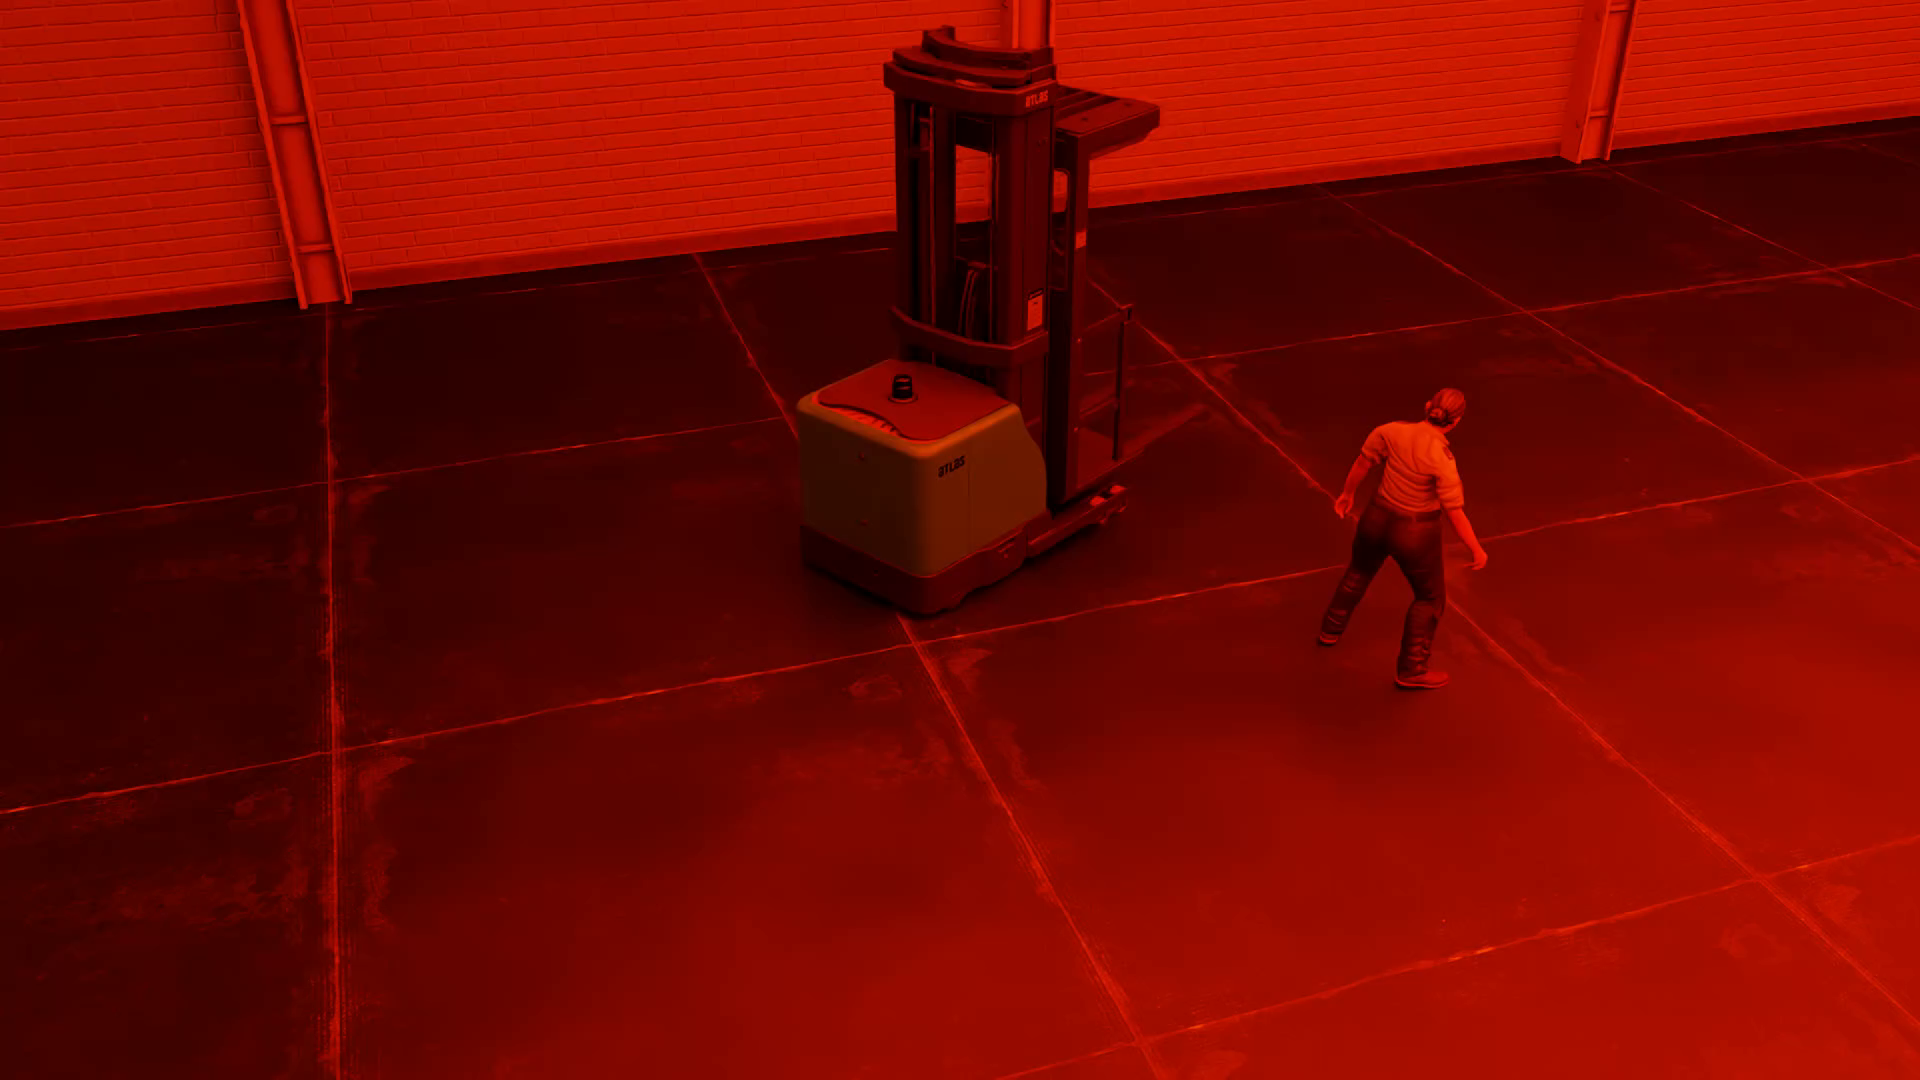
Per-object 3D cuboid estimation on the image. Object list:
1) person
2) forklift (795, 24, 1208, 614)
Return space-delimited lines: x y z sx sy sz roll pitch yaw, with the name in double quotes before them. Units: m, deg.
"person" 2.257 -0.049 8.516 0.353 1.607 0.867 -22 37 -33
"forklift" 0.417 -1.517 9.724 1.130 2.935 3.031 24 37 35
